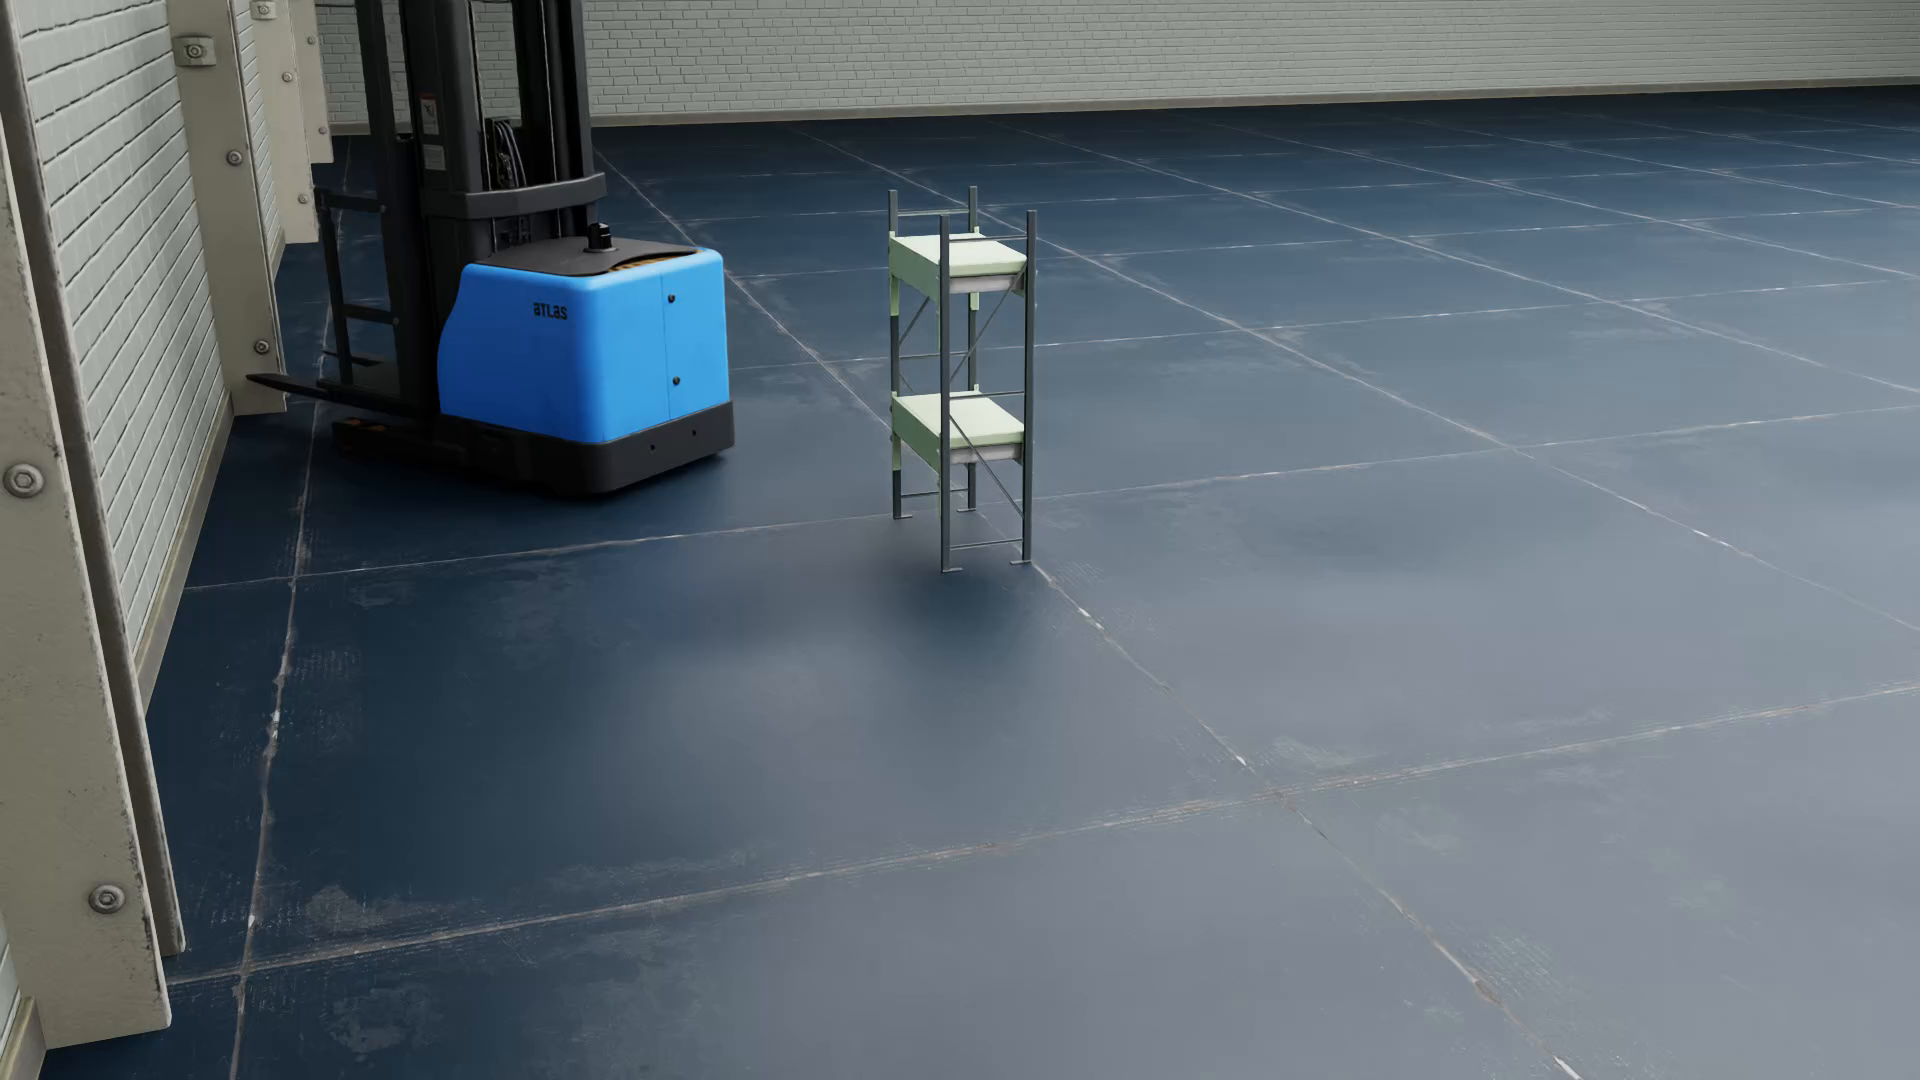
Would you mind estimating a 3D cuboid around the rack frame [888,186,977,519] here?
[{"bbox_3d":[-0.117,-0.825,7.496,0.400,1.500,0.023,-6,21,-17],"label":"rack frame"}]

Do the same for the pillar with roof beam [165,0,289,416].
[{"bbox_3d":[0.051,-5.468,9.327,9.100,9.000,0.400,-6,21,-17],"label":"pillar with roof beam"}]

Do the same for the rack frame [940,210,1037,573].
[{"bbox_3d":[0.113,-0.591,6.842,0.400,1.500,0.023,-6,21,-17],"label":"rack frame"}]

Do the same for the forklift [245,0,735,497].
[{"bbox_3d":[-2.678,-1.943,8.491,3.031,2.935,1.130,12,23,31],"label":"forklift"}]

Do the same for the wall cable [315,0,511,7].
[{"bbox_3d":[-7.478,-8.486,22.323,3.097,2.526,0.112,-6,21,-17],"label":"wall cable"}]

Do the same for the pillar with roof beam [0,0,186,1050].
[{"bbox_3d":[1.937,-3.542,3.966,9.100,9.000,0.400,-6,21,-17],"label":"pillar with roof beam"}]

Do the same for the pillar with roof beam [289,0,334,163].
[{"bbox_3d":[-3.721,-9.319,20.048,9.100,9.000,0.400,-6,21,-17],"label":"pillar with roof beam"}]

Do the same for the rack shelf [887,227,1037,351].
[{"bbox_3d":[-0.002,-1.075,7.037,0.431,0.370,0.720,-6,21,-17],"label":"rack shelf"}]

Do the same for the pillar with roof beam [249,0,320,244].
[{"bbox_3d":[-1.835,-7.393,14.688,9.100,9.000,0.400,-6,21,-17],"label":"pillar with roof beam"}]

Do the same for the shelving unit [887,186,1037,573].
[{"bbox_3d":[-0.002,-0.708,7.169,0.431,1.500,0.755,-6,21,-17],"label":"shelving unit"}]

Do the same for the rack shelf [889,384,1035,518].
[{"bbox_3d":[-0.002,-0.401,7.279,0.431,0.370,0.720,-6,21,-17],"label":"rack shelf"}]
